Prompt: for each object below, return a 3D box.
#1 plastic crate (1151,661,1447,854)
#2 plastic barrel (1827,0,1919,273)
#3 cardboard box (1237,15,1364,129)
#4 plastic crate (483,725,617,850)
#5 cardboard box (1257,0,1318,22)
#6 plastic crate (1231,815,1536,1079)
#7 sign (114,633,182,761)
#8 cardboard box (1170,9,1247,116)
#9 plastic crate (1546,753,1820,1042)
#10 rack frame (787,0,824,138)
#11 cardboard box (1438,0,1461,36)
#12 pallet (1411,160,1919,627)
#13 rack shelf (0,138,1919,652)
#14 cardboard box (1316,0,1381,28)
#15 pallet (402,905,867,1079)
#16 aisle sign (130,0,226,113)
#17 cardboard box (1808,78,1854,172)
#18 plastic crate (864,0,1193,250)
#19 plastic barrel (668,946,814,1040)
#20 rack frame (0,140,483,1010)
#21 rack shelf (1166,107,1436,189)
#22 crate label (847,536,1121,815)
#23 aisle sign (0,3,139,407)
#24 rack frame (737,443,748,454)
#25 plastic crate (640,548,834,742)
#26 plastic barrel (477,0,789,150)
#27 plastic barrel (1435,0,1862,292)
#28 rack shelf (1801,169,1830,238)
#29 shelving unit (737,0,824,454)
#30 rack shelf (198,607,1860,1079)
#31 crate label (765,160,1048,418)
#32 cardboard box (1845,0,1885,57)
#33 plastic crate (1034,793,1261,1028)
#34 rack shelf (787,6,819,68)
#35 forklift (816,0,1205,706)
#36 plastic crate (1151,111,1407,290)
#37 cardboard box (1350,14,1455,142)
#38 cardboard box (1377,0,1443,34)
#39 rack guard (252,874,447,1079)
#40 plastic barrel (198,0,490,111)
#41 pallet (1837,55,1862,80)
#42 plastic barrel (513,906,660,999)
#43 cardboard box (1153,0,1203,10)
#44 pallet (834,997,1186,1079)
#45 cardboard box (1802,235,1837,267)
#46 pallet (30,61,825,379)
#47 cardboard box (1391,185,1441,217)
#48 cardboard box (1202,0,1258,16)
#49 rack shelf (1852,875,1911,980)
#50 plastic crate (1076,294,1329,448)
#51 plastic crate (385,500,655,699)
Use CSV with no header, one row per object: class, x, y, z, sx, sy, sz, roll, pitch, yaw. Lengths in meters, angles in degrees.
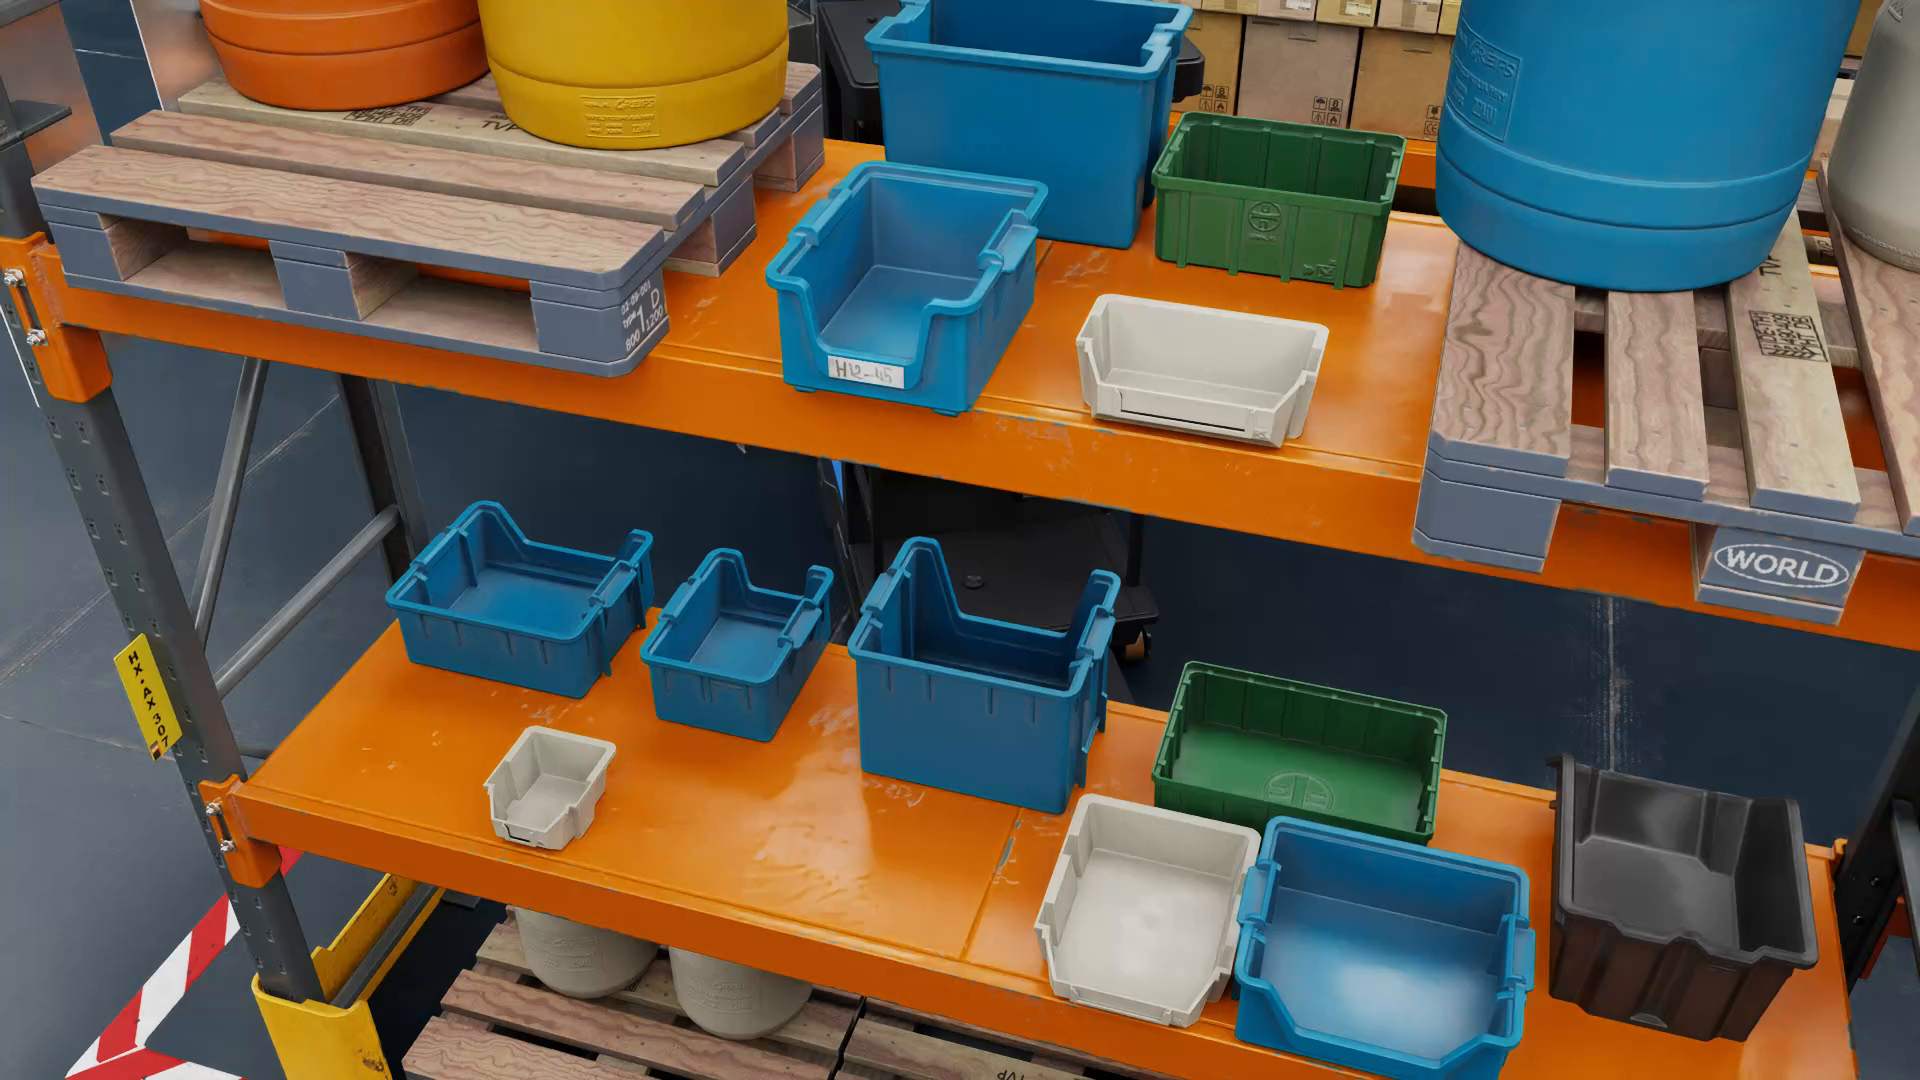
plastic crate,0.837,0.571,4.122,0.662,0.188,0.450,10,38,14
plastic barrel,1.696,-0.724,2.724,0.421,0.512,0.421,0,36,0
cardboard box,1.631,-2.302,7.762,0.500,0.500,0.700,12,38,15
plastic crate,-1.011,0.625,4.093,0.250,0.136,0.298,10,38,14
cardboard box,1.488,-2.461,7.432,0.250,0.149,0.380,11,38,14
plastic crate,0.911,0.904,3.617,0.616,0.251,0.499,10,38,14
sign,-1.938,0.378,3.973,0.005,0.325,0.100,10,38,14
cardboard box,1.128,-2.393,7.886,0.500,0.500,0.700,11,38,14
plastic crate,1.587,0.746,3.758,0.504,0.338,0.767,10,38,14
rack frame,-0.698,-1.505,7.523,0.015,2.100,0.400,-21,41,-26
cardboard box,2.235,-2.326,7.248,0.250,0.149,0.380,10,38,14
pallet,1.331,-0.319,2.781,1.003,0.211,1.213,10,38,14
rack shelf,0.140,-0.386,3.321,4.000,0.370,1.077,10,38,14
cardboard box,1.740,-2.415,7.369,0.250,0.149,0.380,12,38,15
pallet,-0.909,1.435,5.122,1.213,0.211,1.003,10,38,14
aisle sign,-1.750,-1.049,3.952,0.004,0.787,0.394,10,38,14
cardboard box,4.012,-1.794,7.283,0.500,0.250,0.500,13,38,17
plastic crate,0.141,-0.856,3.366,0.575,0.384,0.392,10,38,14
plastic barrel,-0.640,1.173,4.870,0.421,0.512,0.421,0,36,0
rack frame,-1.769,0.179,4.477,0.127,3.000,1.000,10,38,14
rack shelf,1.620,-1.980,8.017,4.000,0.370,1.077,10,38,14
crate label,0.068,0.337,4.232,0.616,0.435,0.502,10,38,14
aisle sign,-1.925,-0.715,3.498,0.004,0.787,0.394,10,38,14
rack frame,-1.109,-1.348,7.311,0.015,2.100,0.400,-21,41,-26
plastic crate,-0.584,0.276,4.470,0.408,0.251,0.499,10,38,14
plastic barrel,-0.643,-1.145,3.231,0.600,0.588,0.600,0,36,0
plastic barrel,1.131,-0.930,2.675,0.708,0.901,0.600,10,38,14
rack shelf,5.438,-1.273,7.056,4.000,0.370,1.077,10,38,14
shelving unit,-0.904,-1.427,7.417,0.503,2.100,0.431,-21,41,-26
rack shelf,0.140,0.822,4.210,4.000,0.370,1.077,10,38,14
crate label,-0.081,-0.452,2.928,0.408,0.251,0.502,10,38,14
cardboard box,6.218,-3.707,11.493,0.500,0.500,0.700,10,37,13
plastic crate,0.423,0.848,3.790,0.437,0.136,0.530,10,38,14
rack shelf,-0.904,-1.979,7.010,0.480,0.518,0.431,-21,41,-26
forklift,0.127,-0.819,5.890,1.130,2.935,3.031,-7,37,-9
plastic crate,0.624,-0.670,3.278,0.450,0.188,0.336,10,38,14
cardboard box,2.121,-2.212,7.640,0.500,0.500,0.700,11,38,15
cardboard box,1.994,-2.370,7.308,0.250,0.149,0.380,12,38,15
rack guard,-1.683,1.172,5.236,0.348,0.500,1.175,10,38,14
plastic barrel,-1.268,-1.358,3.317,0.708,0.830,0.600,10,38,14
pallet,5.746,-3.460,11.773,1.213,0.211,1.003,10,38,14
plastic barrel,-1.118,1.085,4.990,0.421,0.512,0.421,0,36,0
cardboard box,1.007,-2.552,7.555,0.250,0.149,0.380,9,37,12
pallet,0.252,1.652,4.828,1.213,0.211,1.003,10,38,14
cardboard box,4.001,-1.295,7.971,0.500,0.311,0.500,10,38,14
pallet,-1.009,-0.752,3.370,1.213,0.211,1.003,10,38,14
cardboard box,2.069,-1.420,7.981,0.500,0.500,0.500,10,38,14
cardboard box,1.251,-2.507,7.494,0.250,0.149,0.380,10,38,13
rack shelf,3.958,1.529,3.249,4.000,0.370,1.077,10,38,14
plastic crate,0.396,-0.271,2.780,0.396,0.136,0.243,10,38,14
plastic crate,-1.202,0.158,4.631,0.616,0.251,0.499,10,38,14
